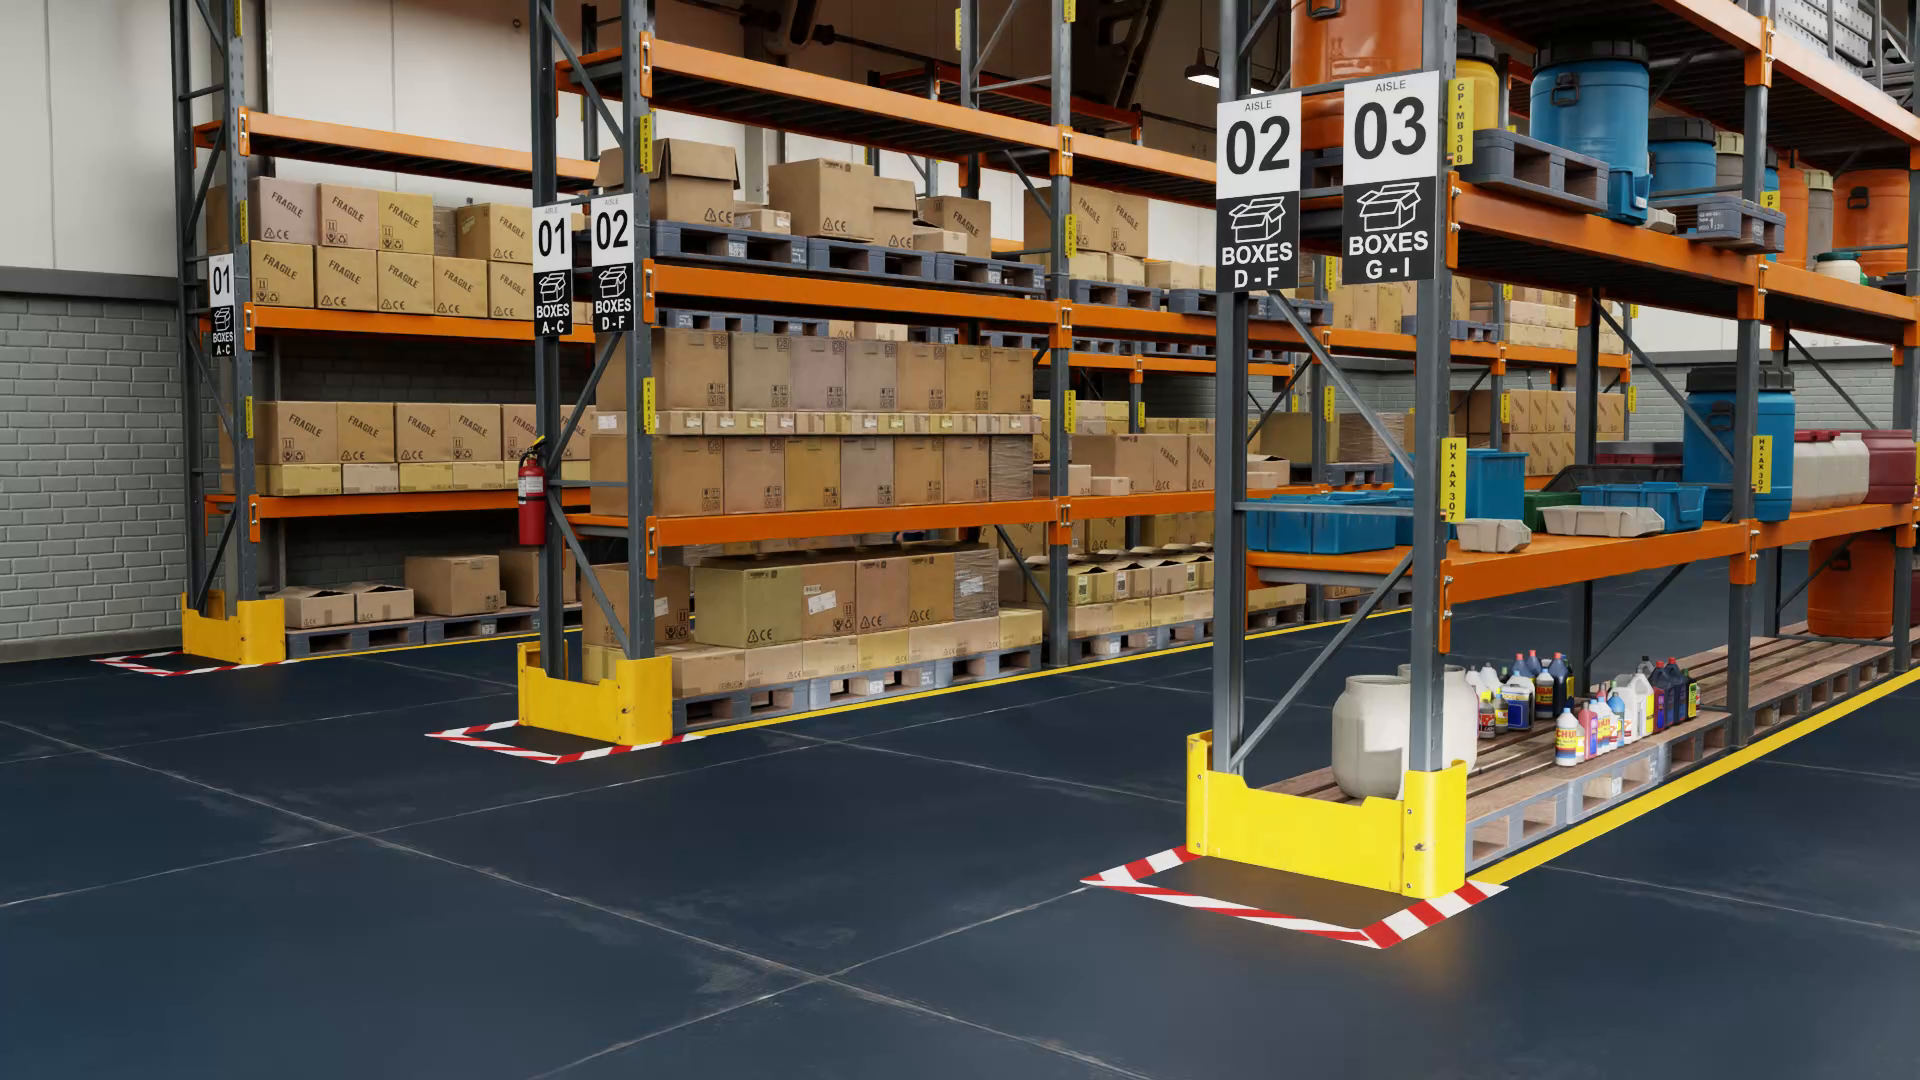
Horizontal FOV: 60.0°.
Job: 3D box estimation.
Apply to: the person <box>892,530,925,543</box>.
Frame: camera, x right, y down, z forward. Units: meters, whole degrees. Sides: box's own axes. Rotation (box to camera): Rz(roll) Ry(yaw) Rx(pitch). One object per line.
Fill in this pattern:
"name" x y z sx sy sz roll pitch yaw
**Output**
"person" -0.598 -0.073 16.778 0.597 1.593 0.430 2 4 27
